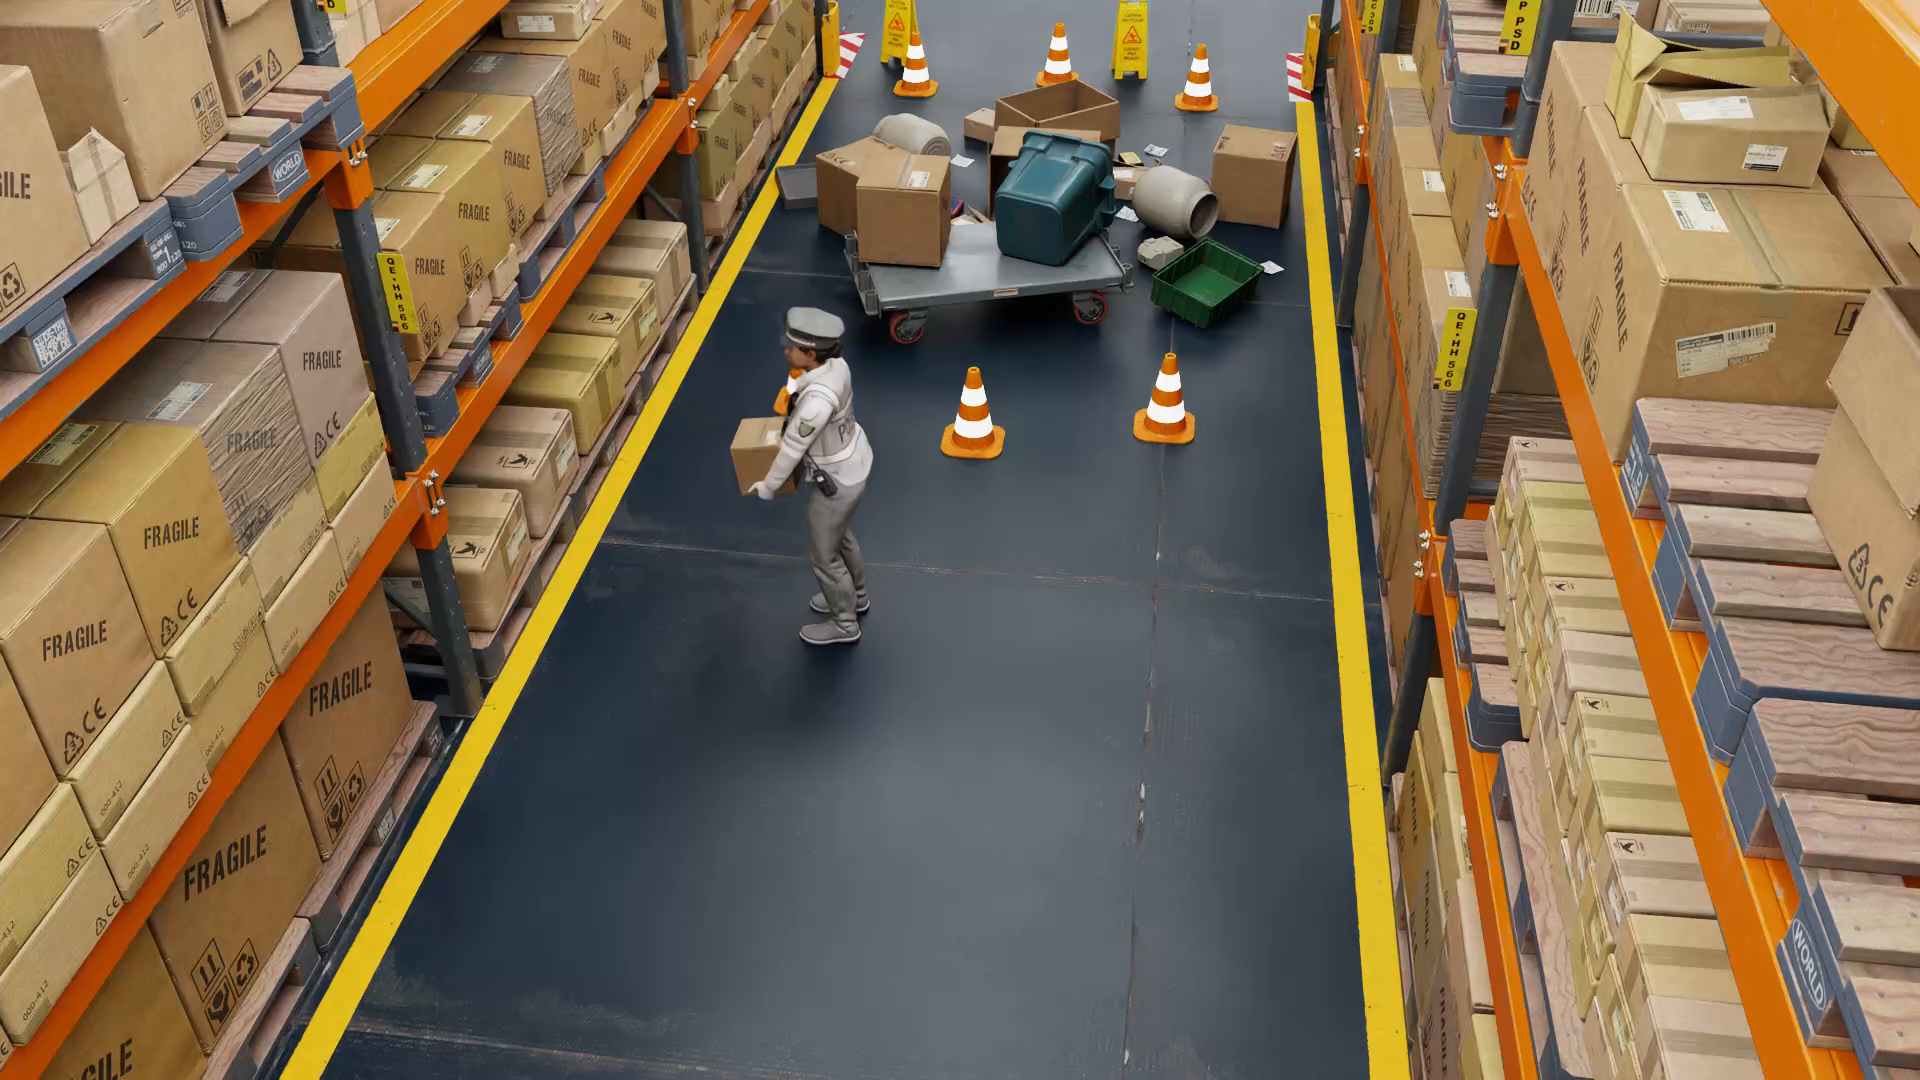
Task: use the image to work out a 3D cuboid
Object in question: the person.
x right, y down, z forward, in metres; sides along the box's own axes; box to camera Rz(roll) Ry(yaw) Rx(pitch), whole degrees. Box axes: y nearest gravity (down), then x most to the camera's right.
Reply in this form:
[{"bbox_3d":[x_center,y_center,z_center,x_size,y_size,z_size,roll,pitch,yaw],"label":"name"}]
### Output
[{"bbox_3d":[-0.658,-0.276,7.411,0.535,1.674,0.416,4,37,5],"label":"person"}]
